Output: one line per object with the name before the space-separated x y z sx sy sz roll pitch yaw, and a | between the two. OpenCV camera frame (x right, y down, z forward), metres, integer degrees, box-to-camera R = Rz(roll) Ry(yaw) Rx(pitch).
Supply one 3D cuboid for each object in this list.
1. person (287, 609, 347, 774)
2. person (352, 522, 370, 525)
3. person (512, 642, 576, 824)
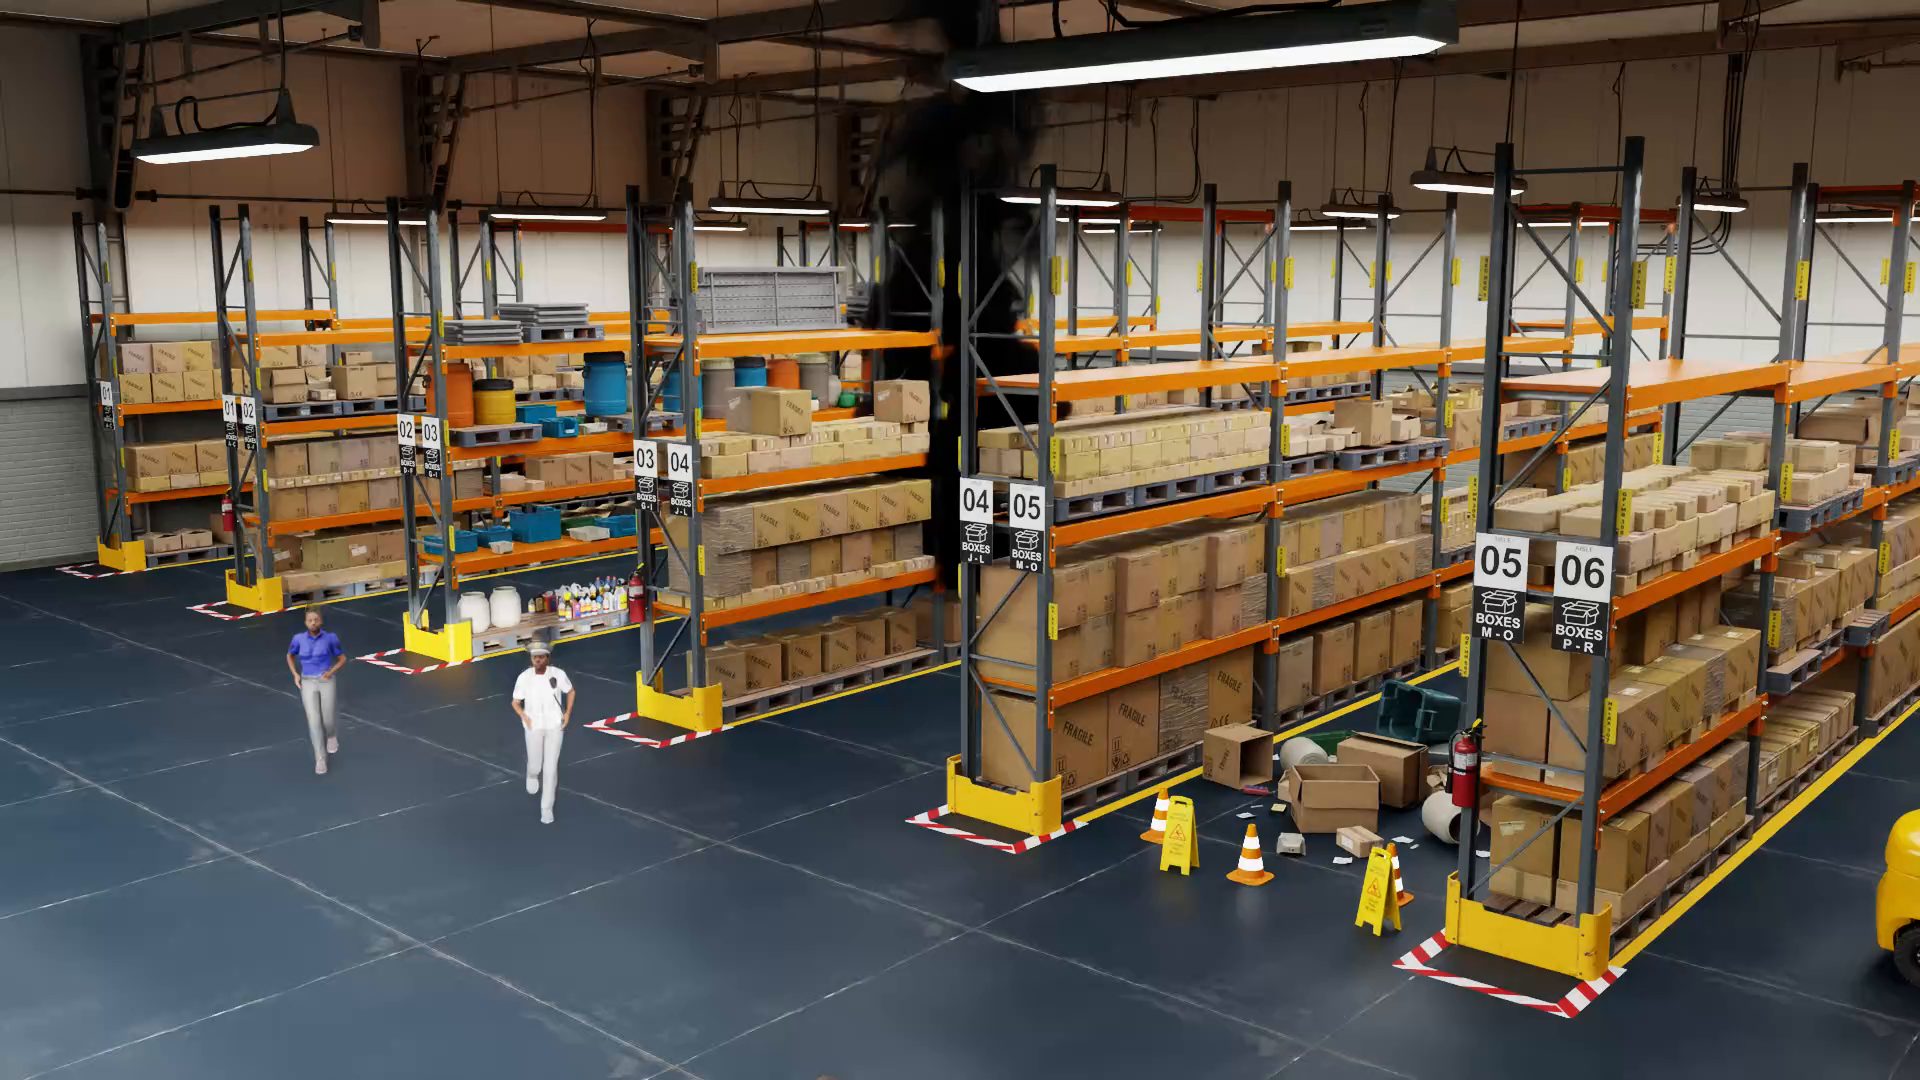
person | -6.647 1.530 17.224 0.583 1.643 0.774 -3 10 -18
person | -10.171 -0.360 28.161 0.716 1.743 0.630 9 13 43
person | -3.929 1.761 15.747 0.587 1.698 0.781 -2 10 -13
